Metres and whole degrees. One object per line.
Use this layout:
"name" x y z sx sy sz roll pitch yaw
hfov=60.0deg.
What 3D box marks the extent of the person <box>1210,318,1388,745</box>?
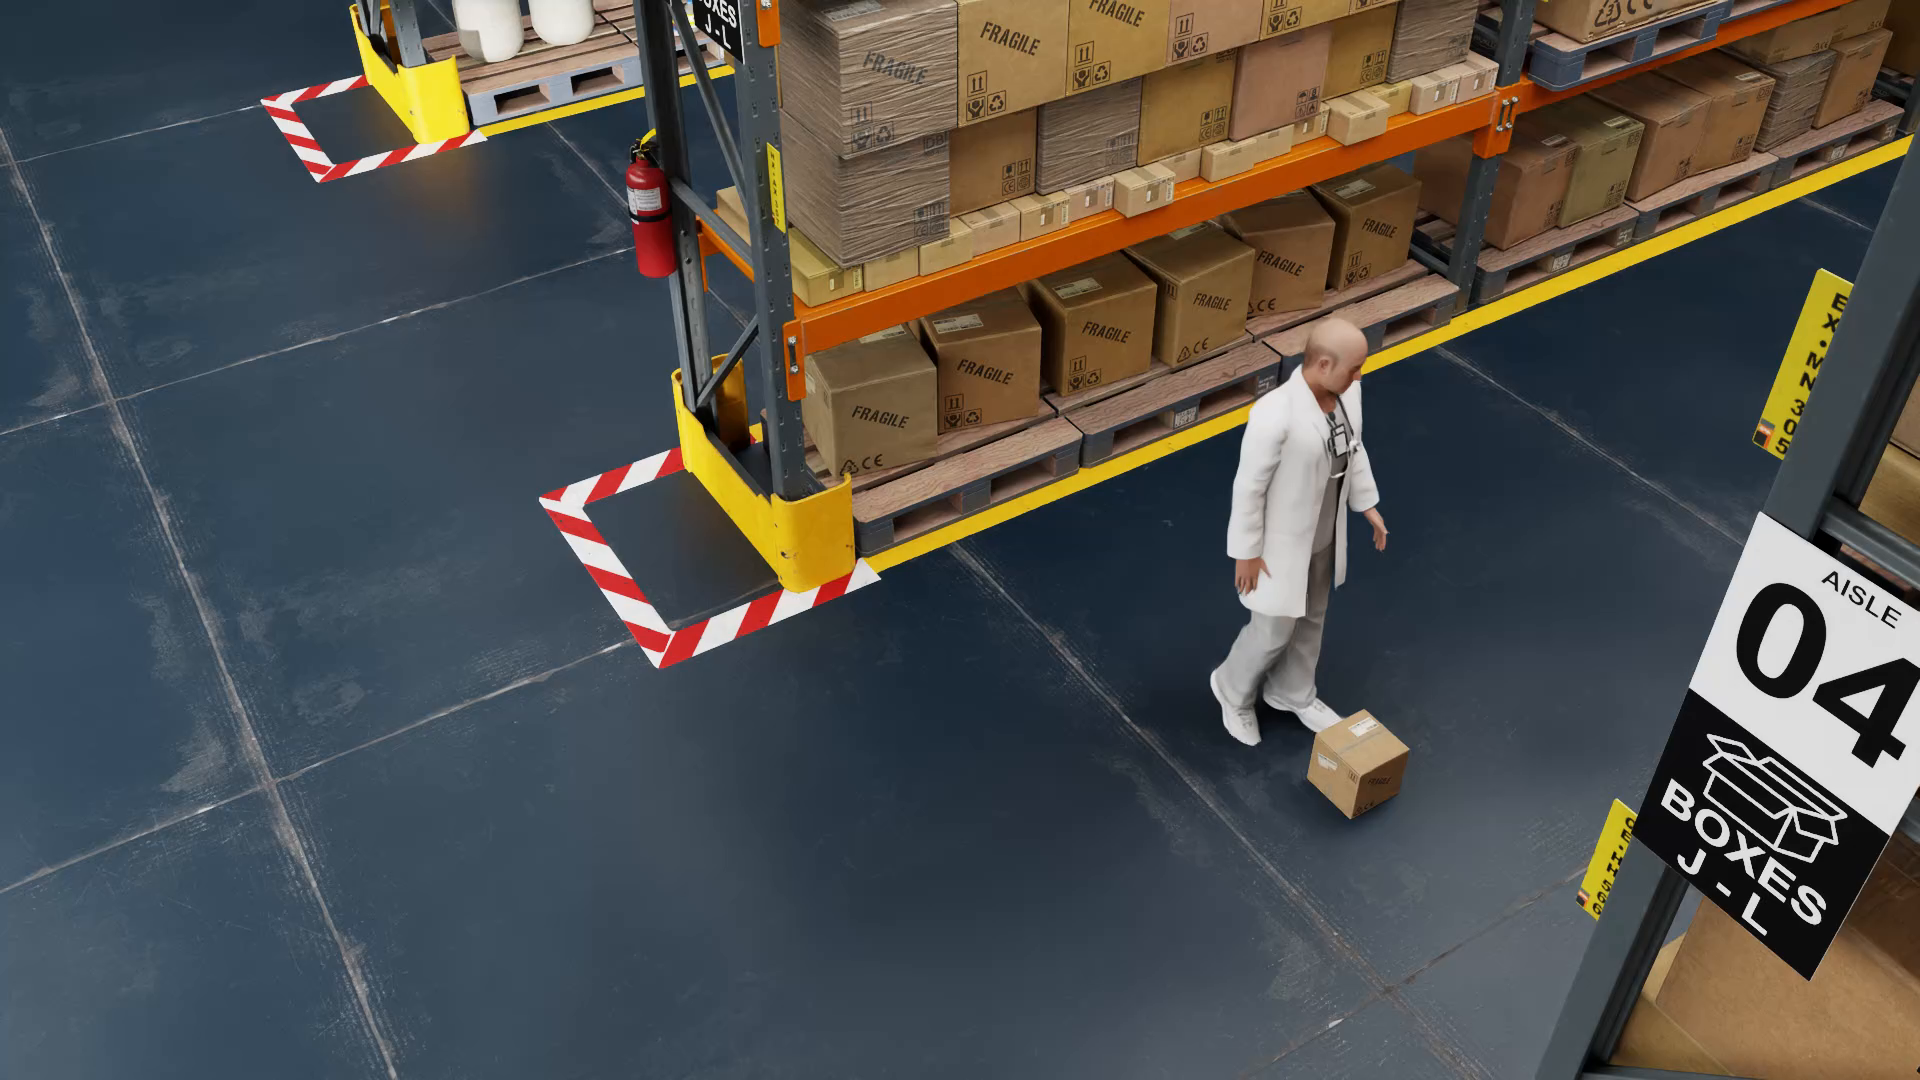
"person" 1.300 0.033 6.157 0.686 1.840 0.522 -28 48 -29
